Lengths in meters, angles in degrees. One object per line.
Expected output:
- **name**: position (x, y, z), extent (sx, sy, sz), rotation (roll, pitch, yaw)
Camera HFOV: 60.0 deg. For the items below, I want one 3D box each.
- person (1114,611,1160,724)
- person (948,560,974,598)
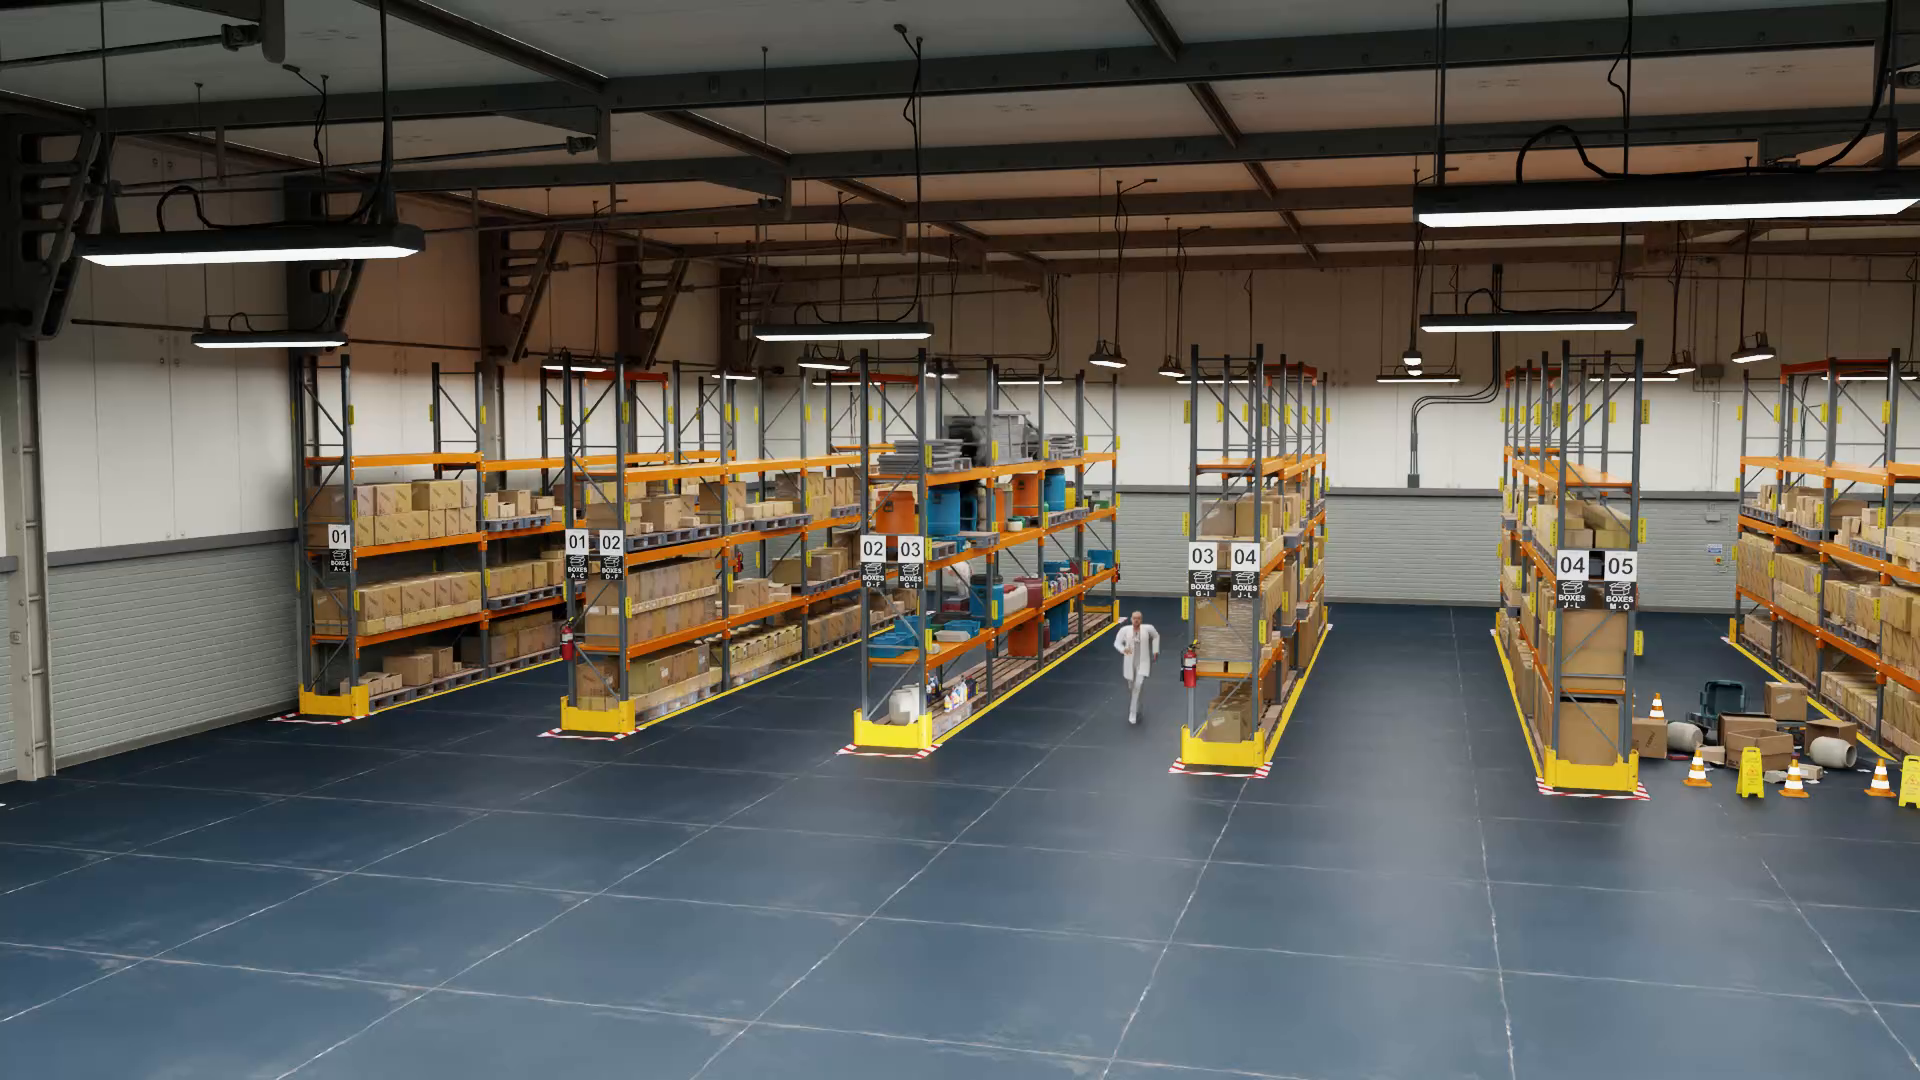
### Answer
- **person**: position (2.915, 2.056, 27.450), extent (0.737, 1.791, 1.110), rotation (1, 4, 11)
- **person**: position (0.026, 1.029, 41.681), extent (0.703, 1.731, 0.697), rotation (-2, 5, -27)
